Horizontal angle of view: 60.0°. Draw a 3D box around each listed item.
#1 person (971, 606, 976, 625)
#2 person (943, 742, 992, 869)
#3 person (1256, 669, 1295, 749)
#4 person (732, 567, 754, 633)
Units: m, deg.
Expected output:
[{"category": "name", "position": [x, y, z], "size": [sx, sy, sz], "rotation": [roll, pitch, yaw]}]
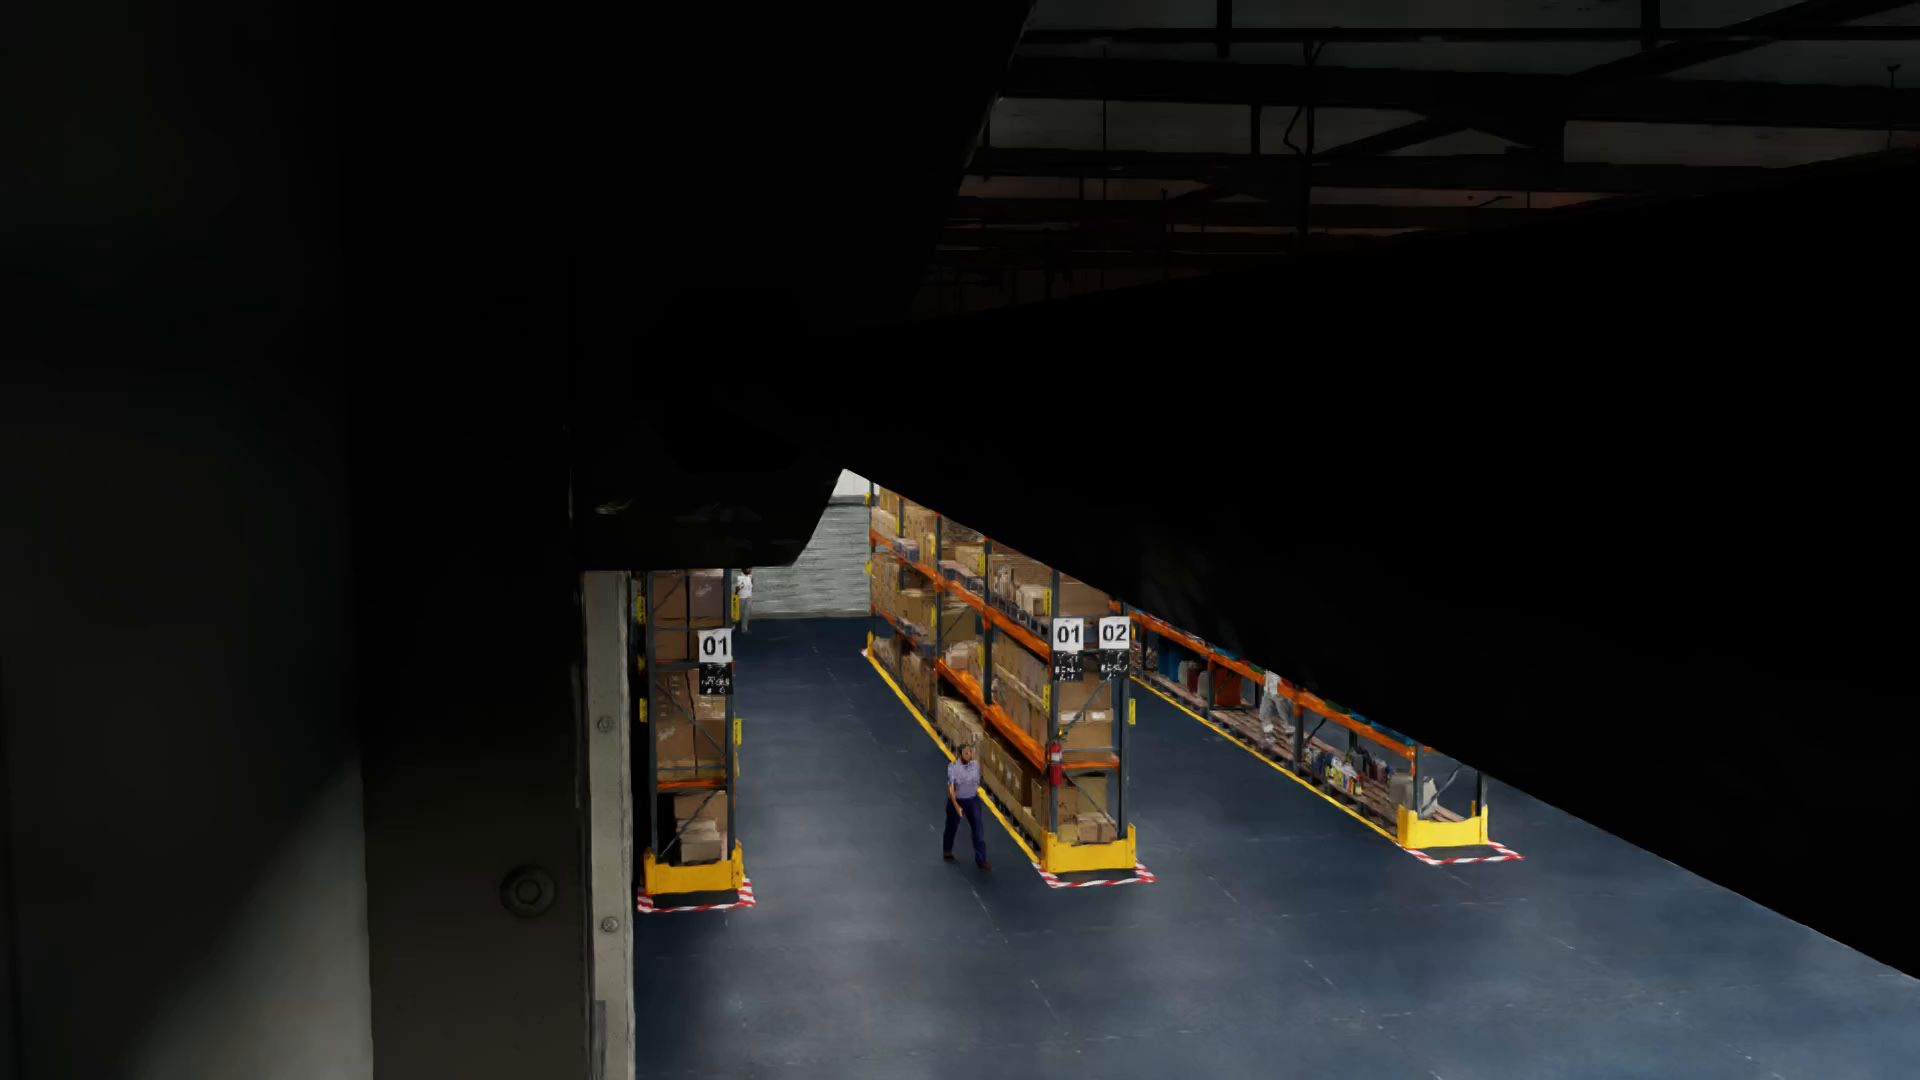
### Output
[{"category": "person", "position": [0.059, 1.246, 40.584], "size": [0.540, 1.718, 0.734], "rotation": [4, 7, 34]}, {"category": "person", "position": [0.044, 3.334, 21.075], "size": [0.478, 1.580, 0.999], "rotation": [-2, 6, -18]}, {"category": "person", "position": [5.122, 2.470, 26.771], "size": [0.588, 1.760, 0.699], "rotation": [-3, 7, -28]}, {"category": "person", "position": [-5.211, 1.374, 39.621], "size": [0.544, 1.664, 0.516], "rotation": [5, 8, 42]}]
